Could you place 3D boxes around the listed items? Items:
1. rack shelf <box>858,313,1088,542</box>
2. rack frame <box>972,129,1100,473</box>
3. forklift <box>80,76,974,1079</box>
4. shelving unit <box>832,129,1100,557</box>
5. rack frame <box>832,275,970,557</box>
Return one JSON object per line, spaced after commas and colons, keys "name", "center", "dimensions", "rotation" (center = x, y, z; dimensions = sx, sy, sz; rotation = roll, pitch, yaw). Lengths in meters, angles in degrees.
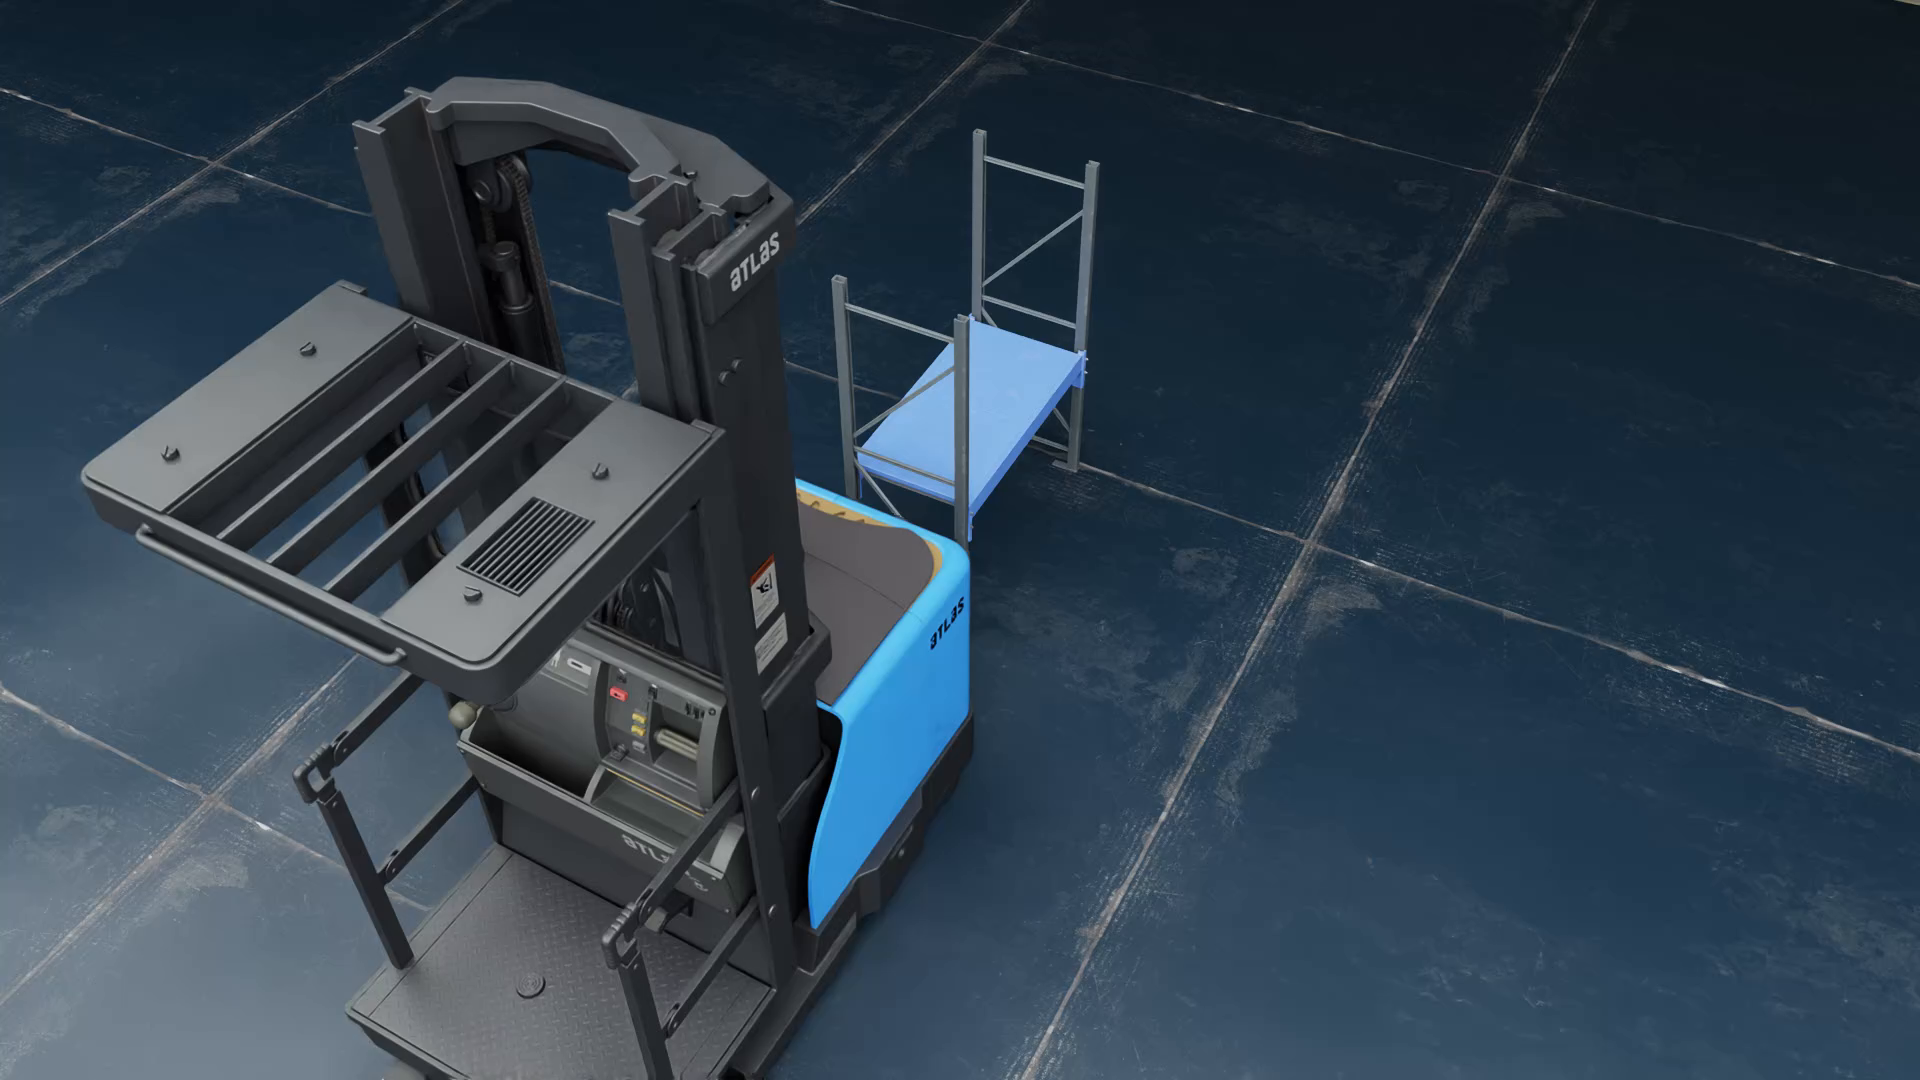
{"name": "rack shelf", "center": [0.040, -0.455, 6.398], "dimensions": [0.538, 0.185, 1.000], "rotation": [20, 49, 19]}
{"name": "rack frame", "center": [0.276, -0.901, 6.586], "dimensions": [0.500, 1.500, 0.032], "rotation": [20, 49, 19]}
{"name": "forklift", "center": [-1.112, 0.494, 4.201], "dimensions": [1.130, 2.935, 3.031], "rotation": [22, 49, 20]}
{"name": "shelving unit", "center": [0.040, -0.581, 6.270], "dimensions": [0.538, 1.500, 1.048], "rotation": [20, 49, 19]}
{"name": "rack frame", "center": [-0.196, -0.261, 5.953], "dimensions": [0.500, 1.500, 0.032], "rotation": [20, 49, 19]}
